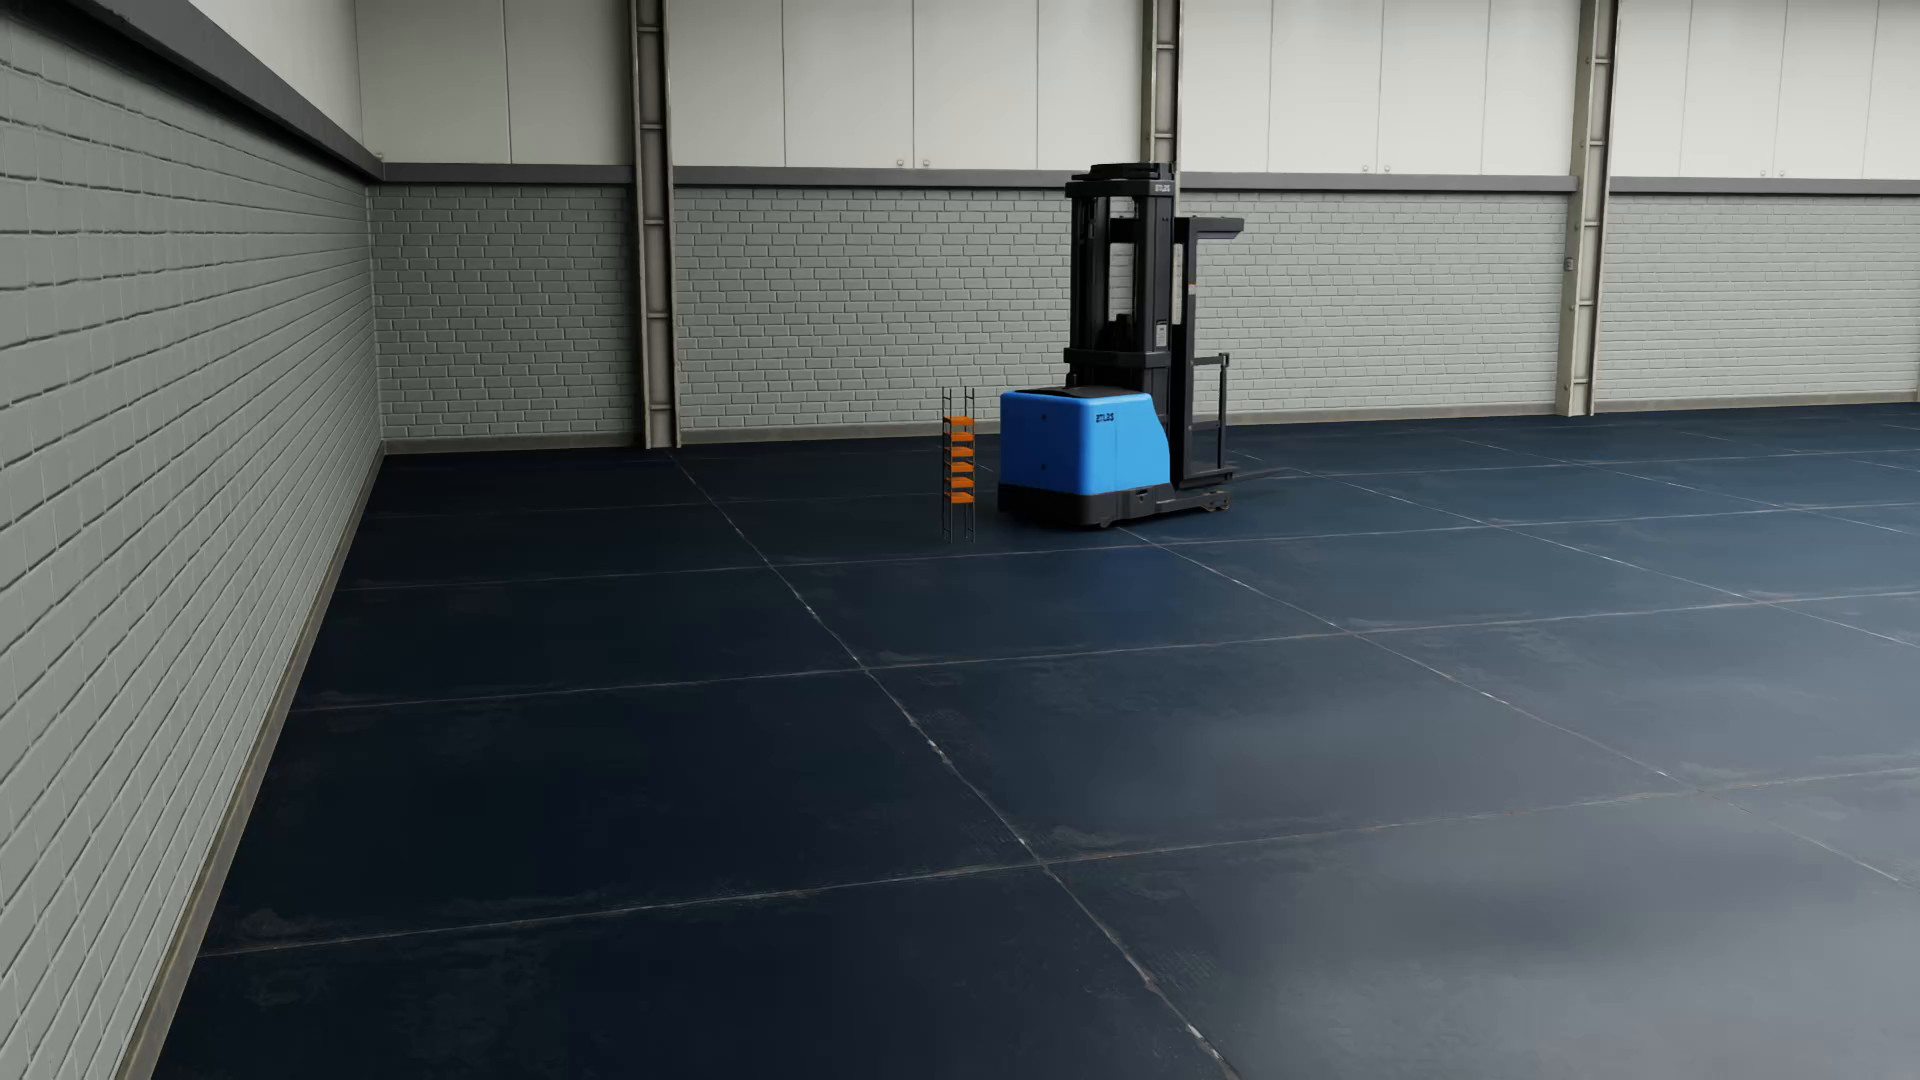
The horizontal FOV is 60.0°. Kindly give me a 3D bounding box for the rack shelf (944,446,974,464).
[{"bbox_3d":[-0.014,-0.664,12.920,0.180,0.103,0.258,-3,11,-16],"label":"rack shelf"}]

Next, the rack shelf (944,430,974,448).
[{"bbox_3d":[-0.014,-0.782,12.898,0.180,0.103,0.258,-3,11,-16],"label":"rack shelf"}]

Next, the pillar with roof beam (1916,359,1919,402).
[{"bbox_3d":[15.117,-5.646,18.858,0.400,9.000,9.100,-3,11,-16],"label":"pillar with roof beam"}]

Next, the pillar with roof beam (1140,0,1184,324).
[{"bbox_3d":[3.595,-5.038,15.560,0.400,9.000,9.100,-3,11,-16],"label":"pillar with roof beam"}]

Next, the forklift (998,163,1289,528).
[{"bbox_3d":[1.732,-1.741,14.411,3.031,2.935,1.130,-10,14,-43],"label":"forklift"}]

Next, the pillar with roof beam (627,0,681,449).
[{"bbox_3d":[-2.166,-4.735,13.910,0.400,9.000,9.100,-3,11,-16],"label":"pillar with roof beam"}]

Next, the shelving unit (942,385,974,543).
[{"bbox_3d":[-0.014,-0.589,12.934,0.189,1.200,0.258,-3,11,-16],"label":"shelving unit"}]

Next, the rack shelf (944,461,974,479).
[{"bbox_3d":[-0.014,-0.546,12.942,0.180,0.103,0.258,-3,11,-16],"label":"rack shelf"}]

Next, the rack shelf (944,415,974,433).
[{"bbox_3d":[-0.014,-0.900,12.877,0.180,0.103,0.258,-3,11,-16],"label":"rack shelf"}]

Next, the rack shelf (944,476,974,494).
[{"bbox_3d":[-0.014,-0.428,12.964,0.180,0.103,0.258,-3,11,-16],"label":"rack shelf"}]

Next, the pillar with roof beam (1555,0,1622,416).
[{"bbox_3d":[9.356,-5.342,17.209,0.400,9.000,9.100,-3,11,-16],"label":"pillar with roof beam"}]

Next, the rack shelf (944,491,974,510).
[{"bbox_3d":[-0.014,-0.310,12.985,0.180,0.103,0.258,-3,11,-16],"label":"rack shelf"}]

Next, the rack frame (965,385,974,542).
[{"bbox_3d":[0.074,-0.594,12.959,0.006,1.200,0.240,-3,11,-16],"label":"rack frame"}]

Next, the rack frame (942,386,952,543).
[{"bbox_3d":[-0.102,-0.585,12.909,0.006,1.200,0.240,-3,11,-16],"label":"rack frame"}]
